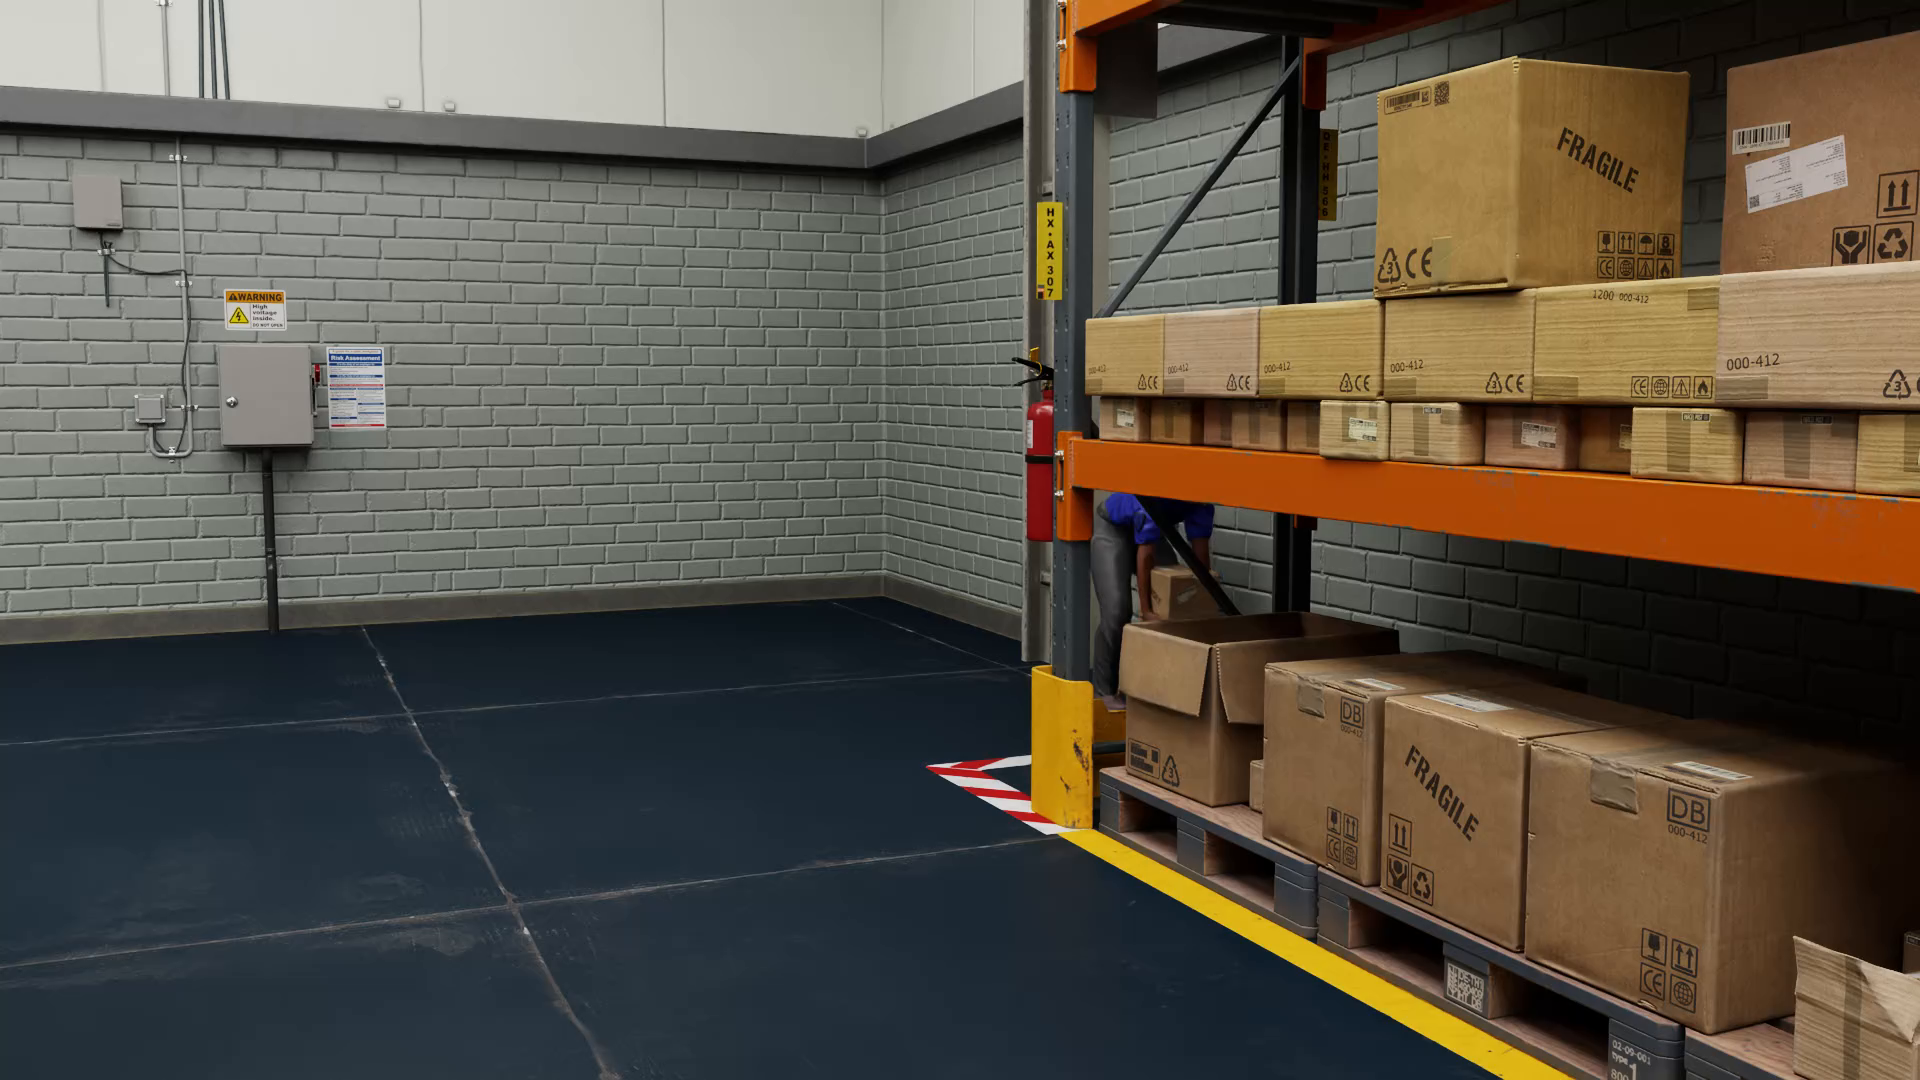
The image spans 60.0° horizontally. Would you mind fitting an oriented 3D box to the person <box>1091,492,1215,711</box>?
[{"bbox_3d":[0.881,0.184,7.405,0.431,1.225,0.823,-3,6,-26],"label":"person"}]
